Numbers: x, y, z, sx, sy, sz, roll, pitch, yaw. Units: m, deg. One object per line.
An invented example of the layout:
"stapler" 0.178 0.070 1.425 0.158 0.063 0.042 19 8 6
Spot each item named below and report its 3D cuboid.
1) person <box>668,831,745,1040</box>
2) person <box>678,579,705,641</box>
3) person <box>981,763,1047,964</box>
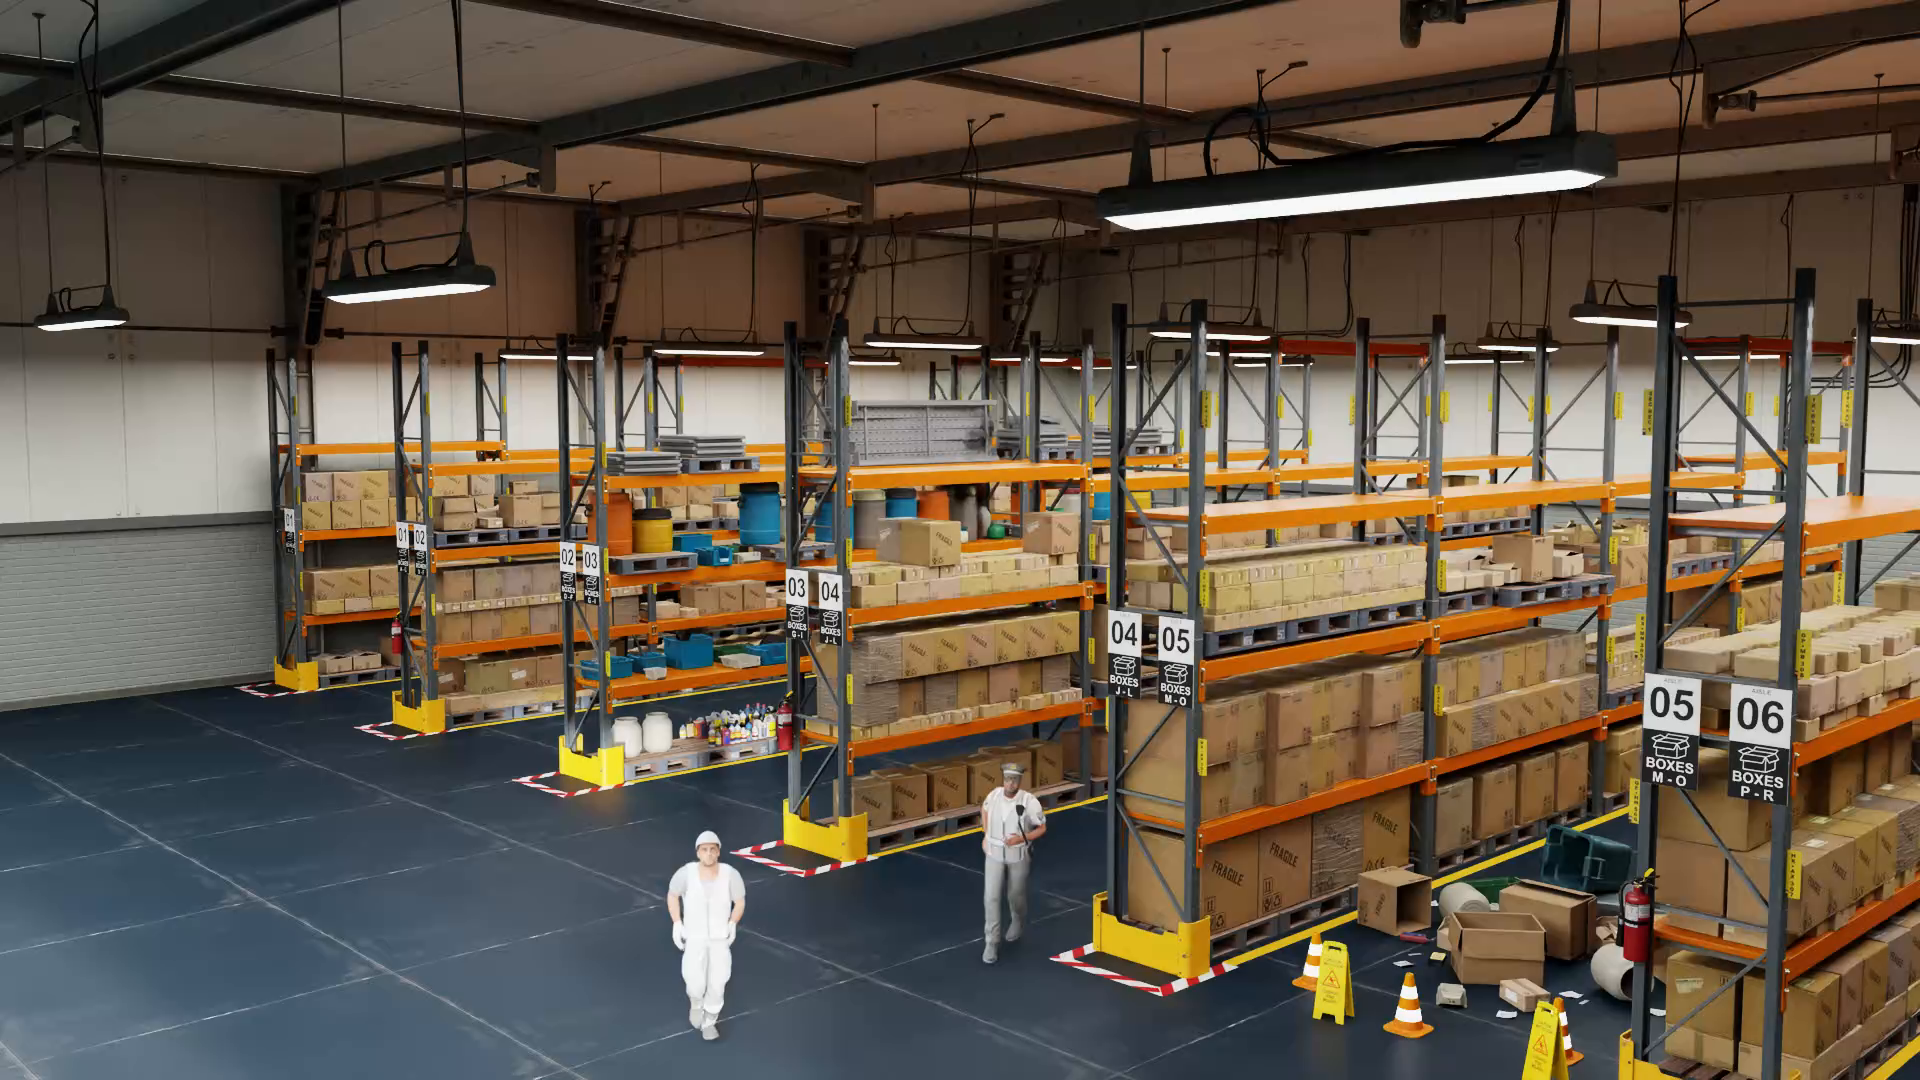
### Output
"person" -2.004 3.164 13.234 0.608 1.719 0.590 -1 5 -12
"person" -5.002 1.566 31.237 0.714 1.754 1.033 5 7 43
"person" 0.479 2.920 15.400 0.656 1.773 0.911 1 5 12
